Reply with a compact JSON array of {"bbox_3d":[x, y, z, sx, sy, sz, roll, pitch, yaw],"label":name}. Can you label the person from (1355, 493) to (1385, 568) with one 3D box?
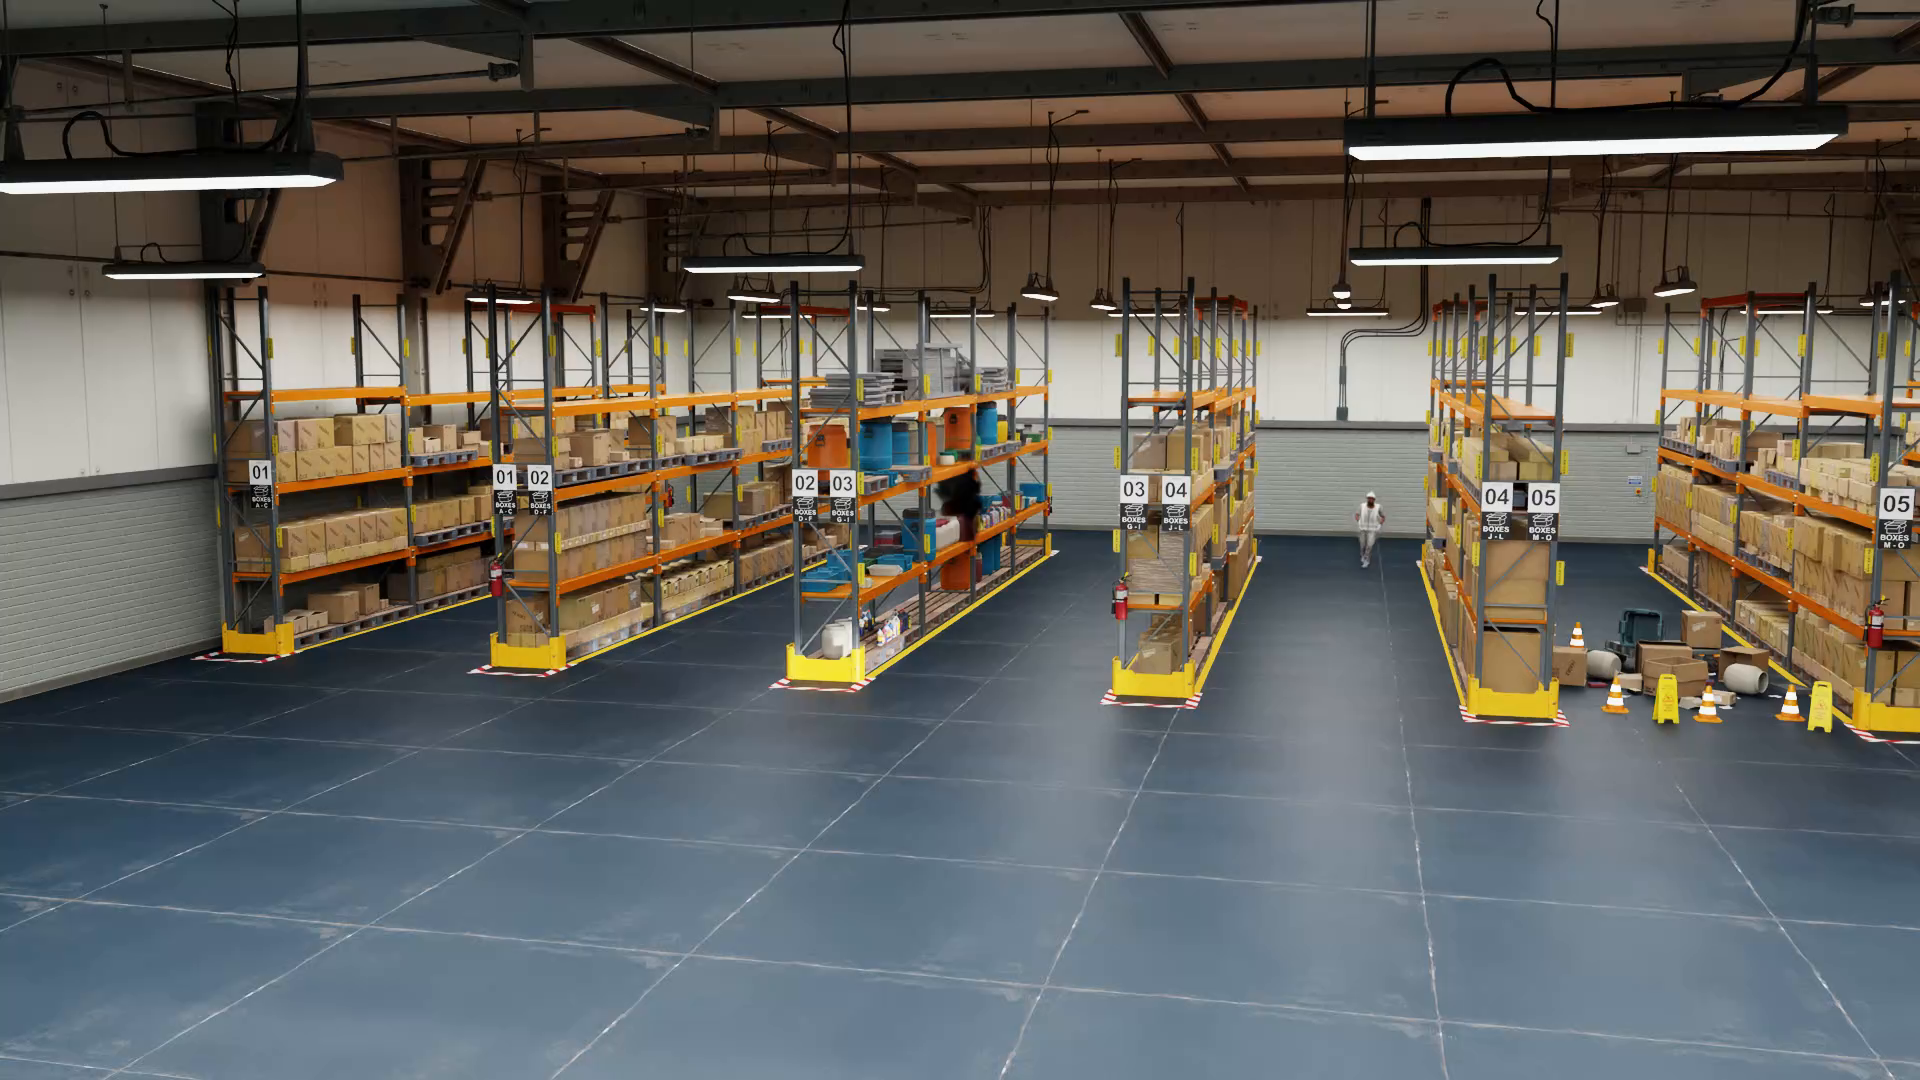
[{"bbox_3d":[9.418,-0.264,38.200,0.664,1.666,0.641,1,7,11],"label":"person"}]
